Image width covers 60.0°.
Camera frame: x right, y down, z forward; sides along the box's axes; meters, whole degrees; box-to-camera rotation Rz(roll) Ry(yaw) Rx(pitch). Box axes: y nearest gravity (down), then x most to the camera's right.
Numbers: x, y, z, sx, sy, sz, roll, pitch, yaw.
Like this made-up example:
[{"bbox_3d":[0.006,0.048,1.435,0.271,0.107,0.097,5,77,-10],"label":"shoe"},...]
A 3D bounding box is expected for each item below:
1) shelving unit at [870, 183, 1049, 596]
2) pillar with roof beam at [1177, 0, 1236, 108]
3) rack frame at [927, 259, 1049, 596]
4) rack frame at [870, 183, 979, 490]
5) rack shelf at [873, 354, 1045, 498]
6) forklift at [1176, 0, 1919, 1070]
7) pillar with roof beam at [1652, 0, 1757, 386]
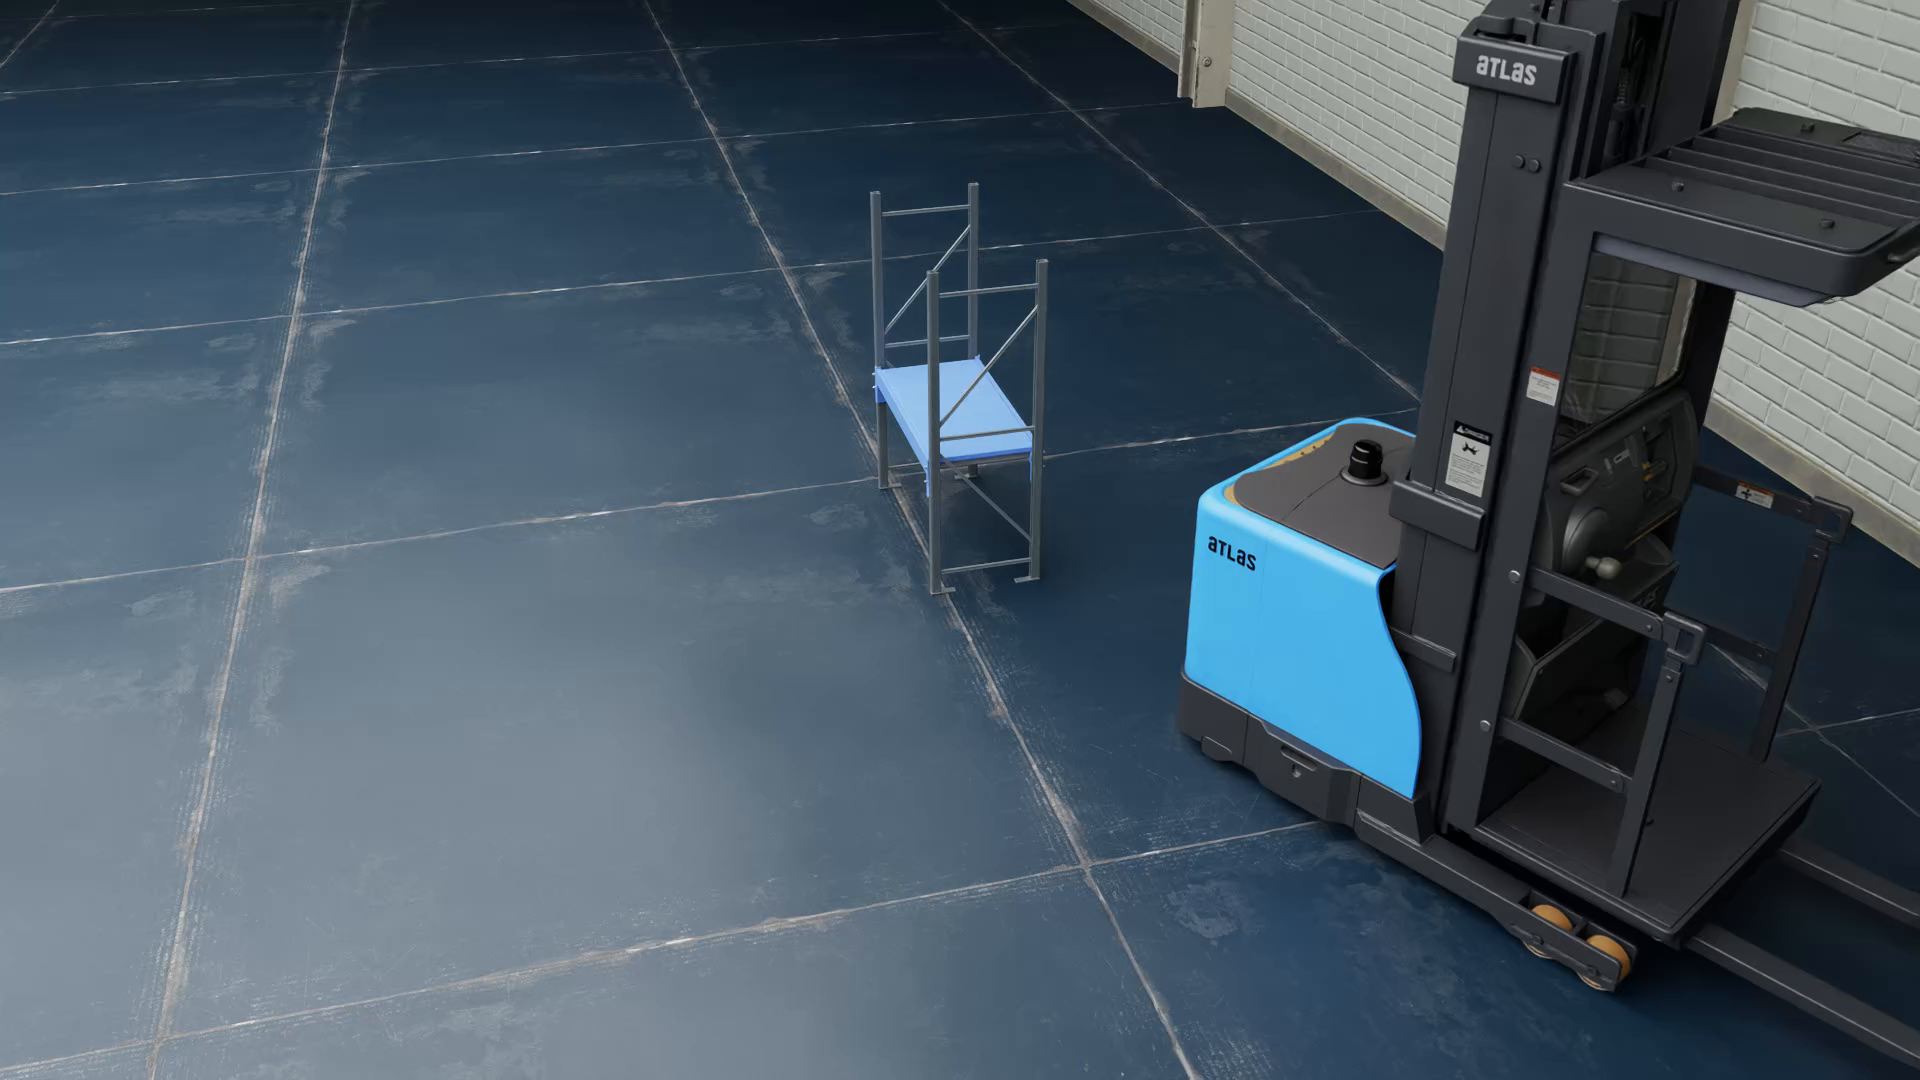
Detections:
[{"bbox_3d":[-0.023,-0.690,7.445,0.538,1.500,1.048,-8,31,-13],"label":"shelving unit"},{"bbox_3d":[-2.071,-7.091,11.018,9.100,9.000,0.400,-8,31,-13],"label":"pillar with roof beam"},{"bbox_3d":[0.112,-0.445,7.021,0.500,1.500,0.032,-8,31,-13],"label":"rack frame"},{"bbox_3d":[-0.158,-0.936,7.870,0.500,1.500,0.032,-8,31,-13],"label":"rack frame"},{"bbox_3d":[-0.023,-0.535,7.536,0.538,0.185,1.000,-8,31,-13],"label":"rack shelf"},{"bbox_3d":[2.208,-0.133,5.054,1.130,2.935,3.031,-25,38,-36],"label":"forklift"},{"bbox_3d":[-0.479,-4.193,6.011,9.100,9.000,0.400,-8,31,-13],"label":"pillar with roof beam"}]
